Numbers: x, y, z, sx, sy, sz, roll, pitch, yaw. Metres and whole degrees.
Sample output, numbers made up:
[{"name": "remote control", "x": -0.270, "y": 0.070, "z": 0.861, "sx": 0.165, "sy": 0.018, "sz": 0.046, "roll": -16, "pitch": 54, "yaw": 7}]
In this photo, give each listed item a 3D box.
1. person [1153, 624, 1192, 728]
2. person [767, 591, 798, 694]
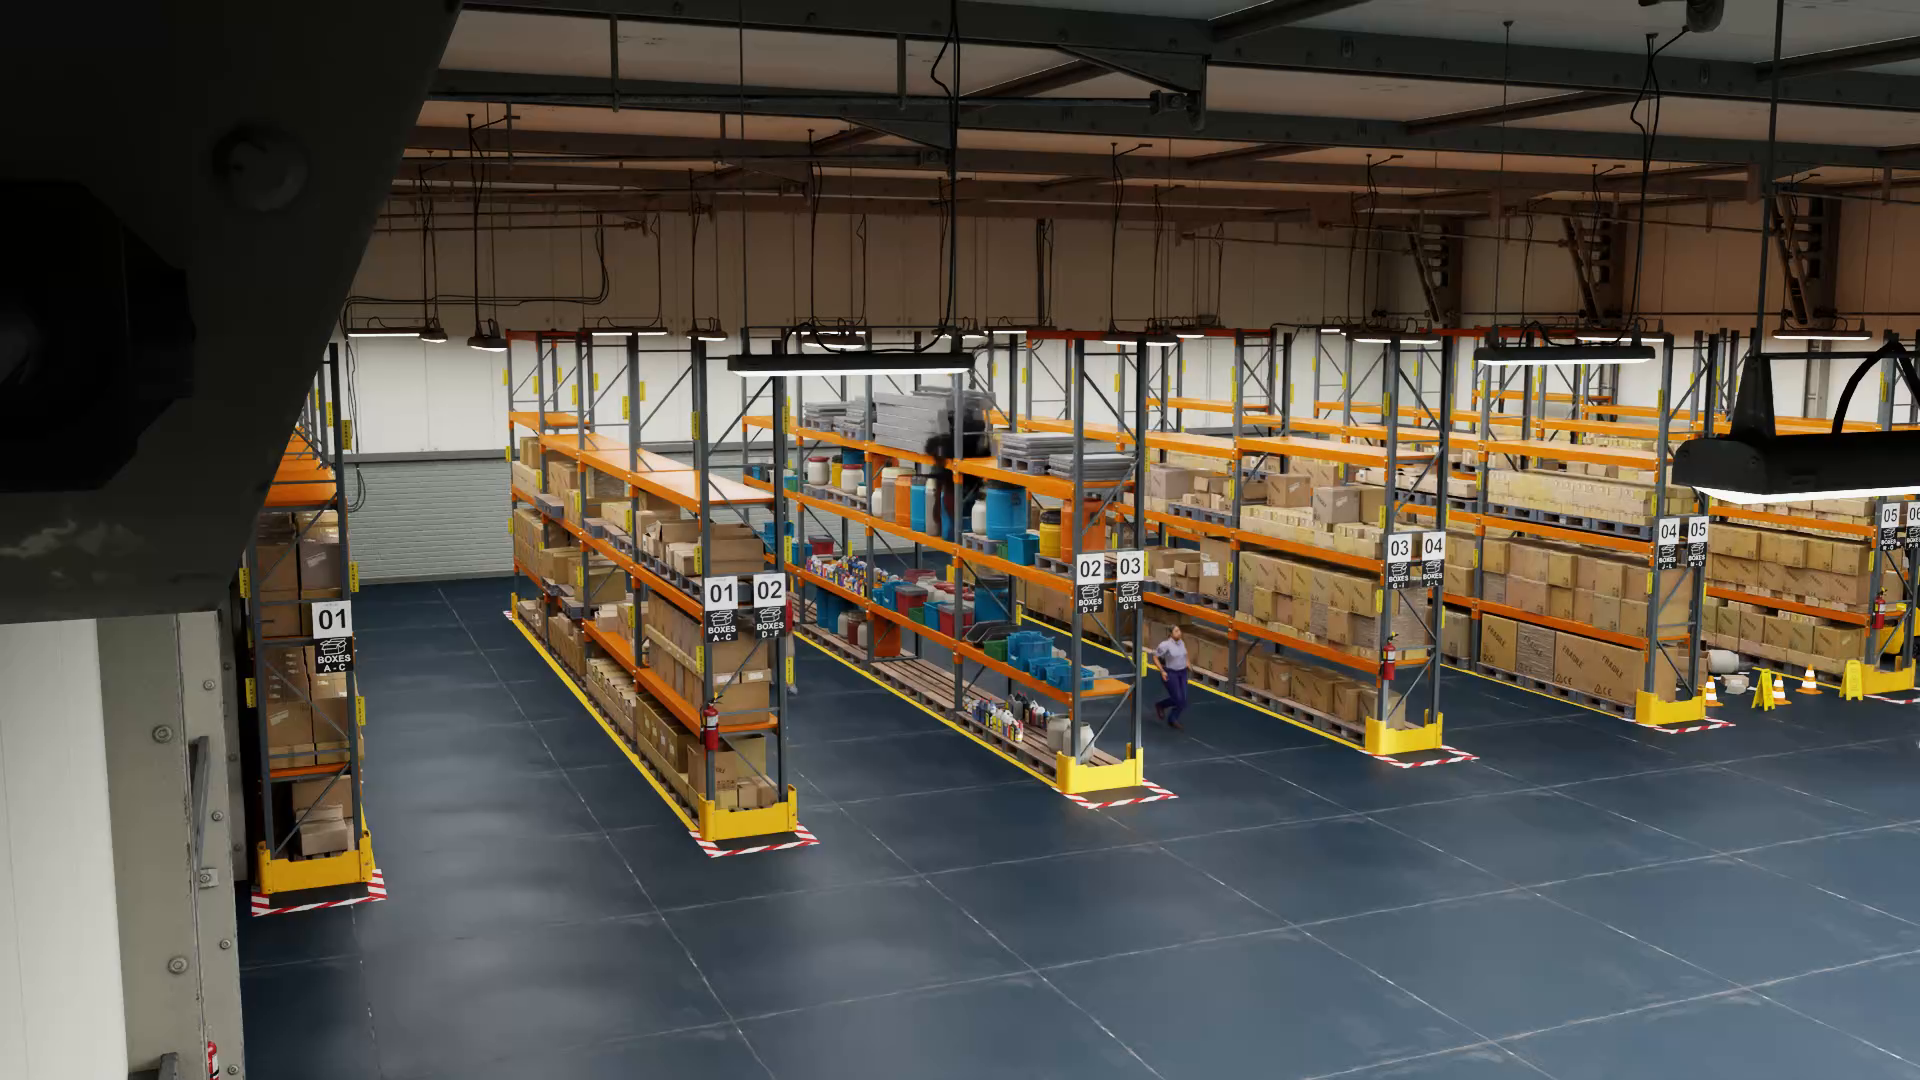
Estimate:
[{"name": "person", "x": 3.294, "y": 2.091, "z": 25.508, "sx": 0.615, "sy": 1.605, "sz": 0.546, "roll": -6, "pitch": 10, "yaw": -35}, {"name": "person", "x": -3.052, "y": 1.666, "z": 28.068, "sx": 0.608, "sy": 1.767, "sz": 0.909, "roll": -4, "pitch": 9, "yaw": -26}]
